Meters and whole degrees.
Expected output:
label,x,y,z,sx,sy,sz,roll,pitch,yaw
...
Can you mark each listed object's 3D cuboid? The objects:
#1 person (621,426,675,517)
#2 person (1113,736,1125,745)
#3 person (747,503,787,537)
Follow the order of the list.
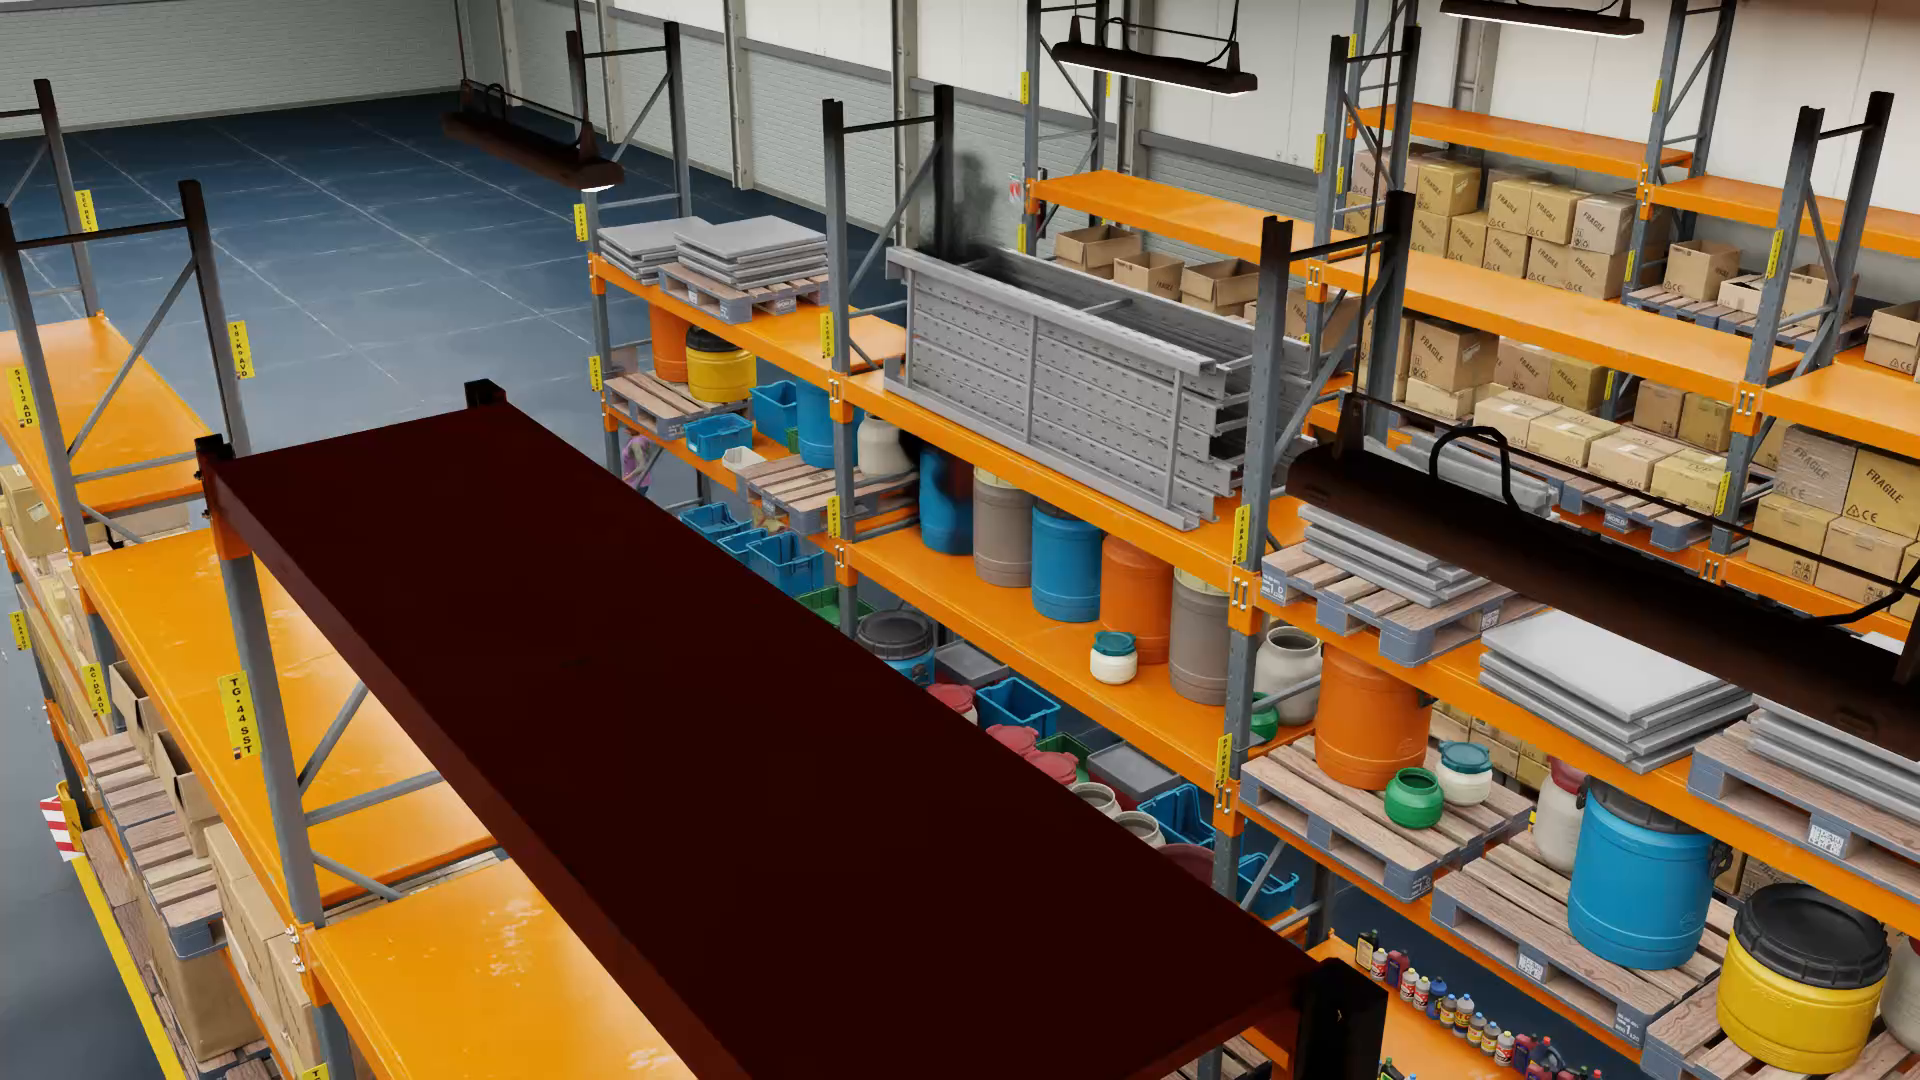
label,x,y,z,sx,sy,sz,roll,pitch,yaw
person,-3.529,-0.649,18.558,0.650,1.573,0.541,-2,25,-5
person,1.416,1.089,14.631,0.653,1.680,0.569,-18,30,-34
person,-1.967,-0.072,17.160,0.840,1.692,0.609,14,28,28
